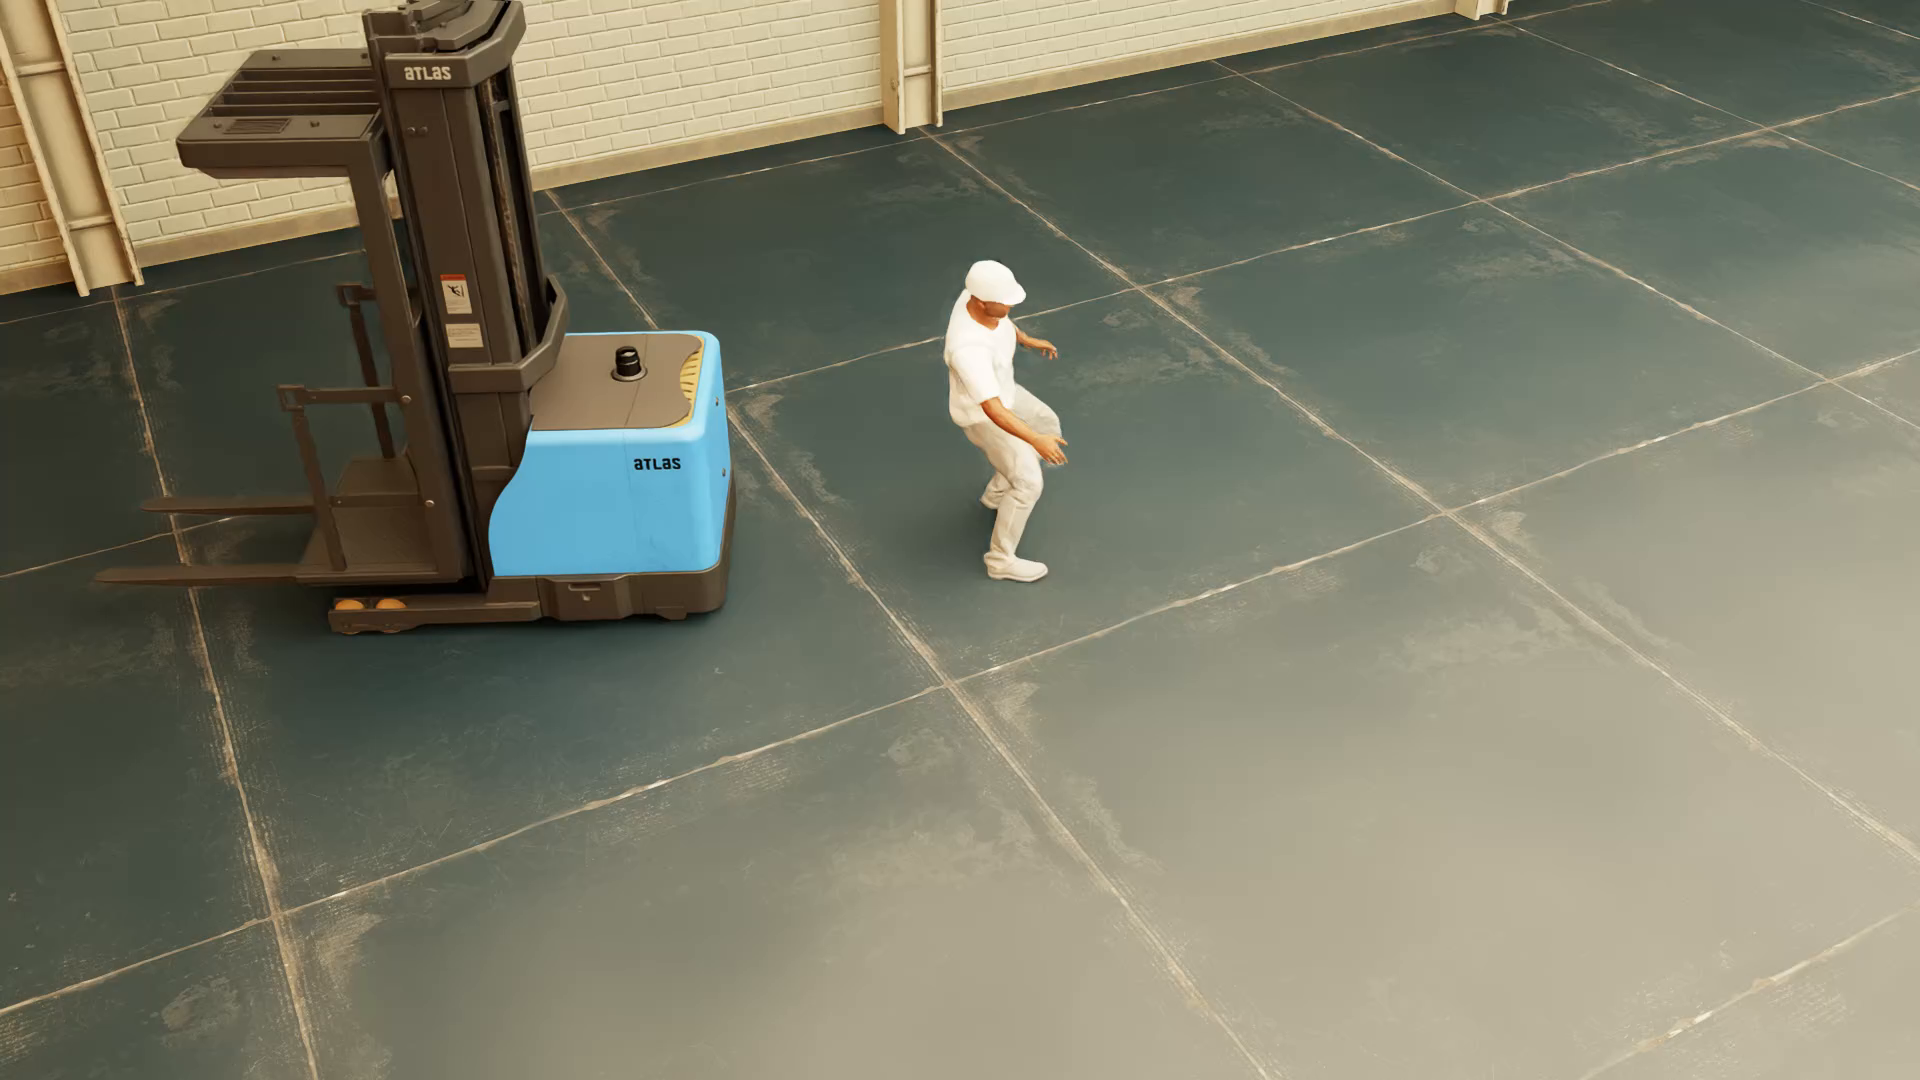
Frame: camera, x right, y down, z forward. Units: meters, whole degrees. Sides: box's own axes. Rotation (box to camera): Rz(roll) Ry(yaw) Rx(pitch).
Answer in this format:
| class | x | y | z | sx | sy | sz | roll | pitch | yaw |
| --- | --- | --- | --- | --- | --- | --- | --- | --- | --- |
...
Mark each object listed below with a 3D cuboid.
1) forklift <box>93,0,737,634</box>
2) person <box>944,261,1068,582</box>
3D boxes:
| class | x | y | z | sx | sy | sz | roll | pitch | yaw |
| --- | --- | --- | --- | --- | --- | --- | --- | --- | --- |
| forklift | -2.679 | -1.056 | 7.616 | 3.031 | 2.935 | 1.130 | -1 | 35 | -2 |
| person | 0.257 | -0.673 | 8.226 | 0.645 | 1.611 | 0.930 | 5 | 36 | 7 |
